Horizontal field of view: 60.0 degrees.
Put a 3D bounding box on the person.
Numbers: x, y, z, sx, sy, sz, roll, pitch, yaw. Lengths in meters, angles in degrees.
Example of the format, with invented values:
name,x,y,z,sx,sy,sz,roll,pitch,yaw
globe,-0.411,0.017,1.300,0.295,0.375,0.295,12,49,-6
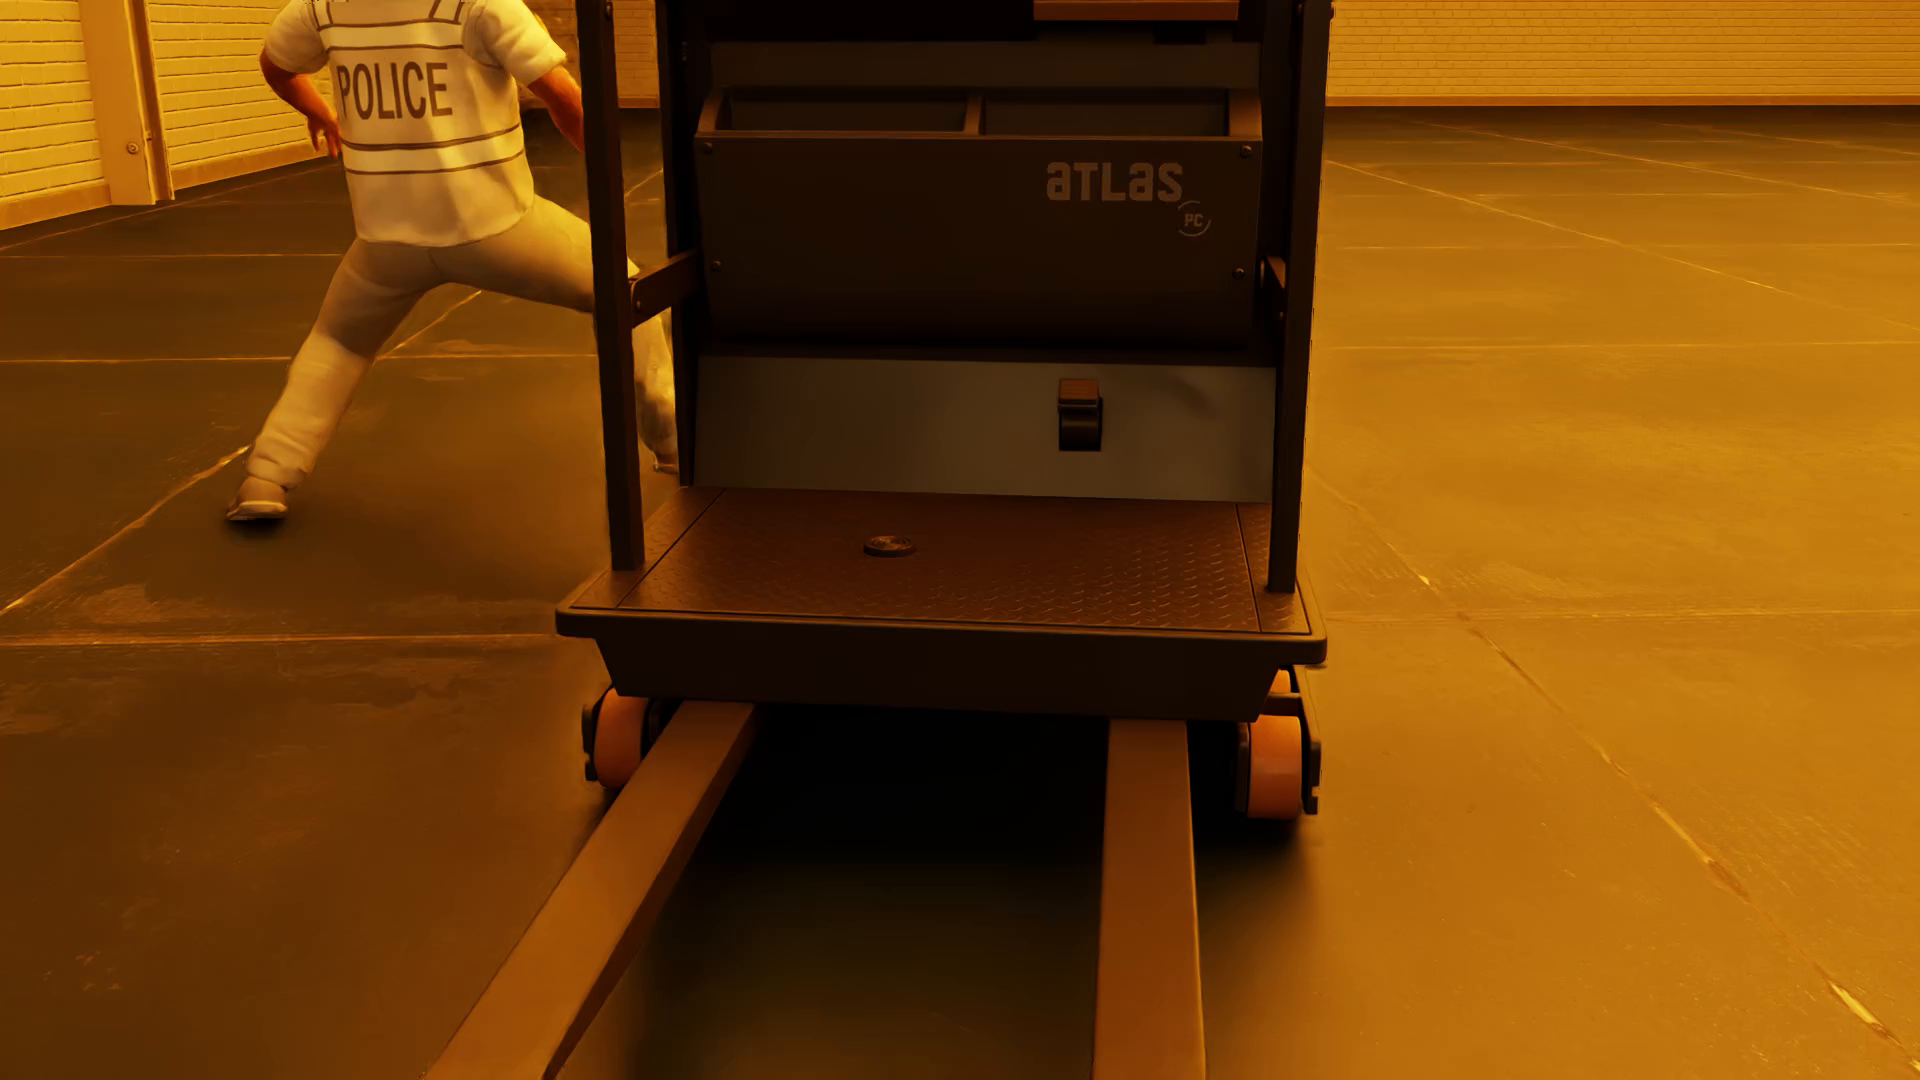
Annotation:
name,x,y,z,sx,sy,sz,roll,pitch,yaw
person,-1.251,-0.862,4.134,1.046,1.594,0.981,4,17,11

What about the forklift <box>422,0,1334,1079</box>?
name,x,y,z,sx,sy,sz,roll,pitch,yaw
forklift,0.009,-1.078,2.433,1.130,2.935,3.031,2,17,6
